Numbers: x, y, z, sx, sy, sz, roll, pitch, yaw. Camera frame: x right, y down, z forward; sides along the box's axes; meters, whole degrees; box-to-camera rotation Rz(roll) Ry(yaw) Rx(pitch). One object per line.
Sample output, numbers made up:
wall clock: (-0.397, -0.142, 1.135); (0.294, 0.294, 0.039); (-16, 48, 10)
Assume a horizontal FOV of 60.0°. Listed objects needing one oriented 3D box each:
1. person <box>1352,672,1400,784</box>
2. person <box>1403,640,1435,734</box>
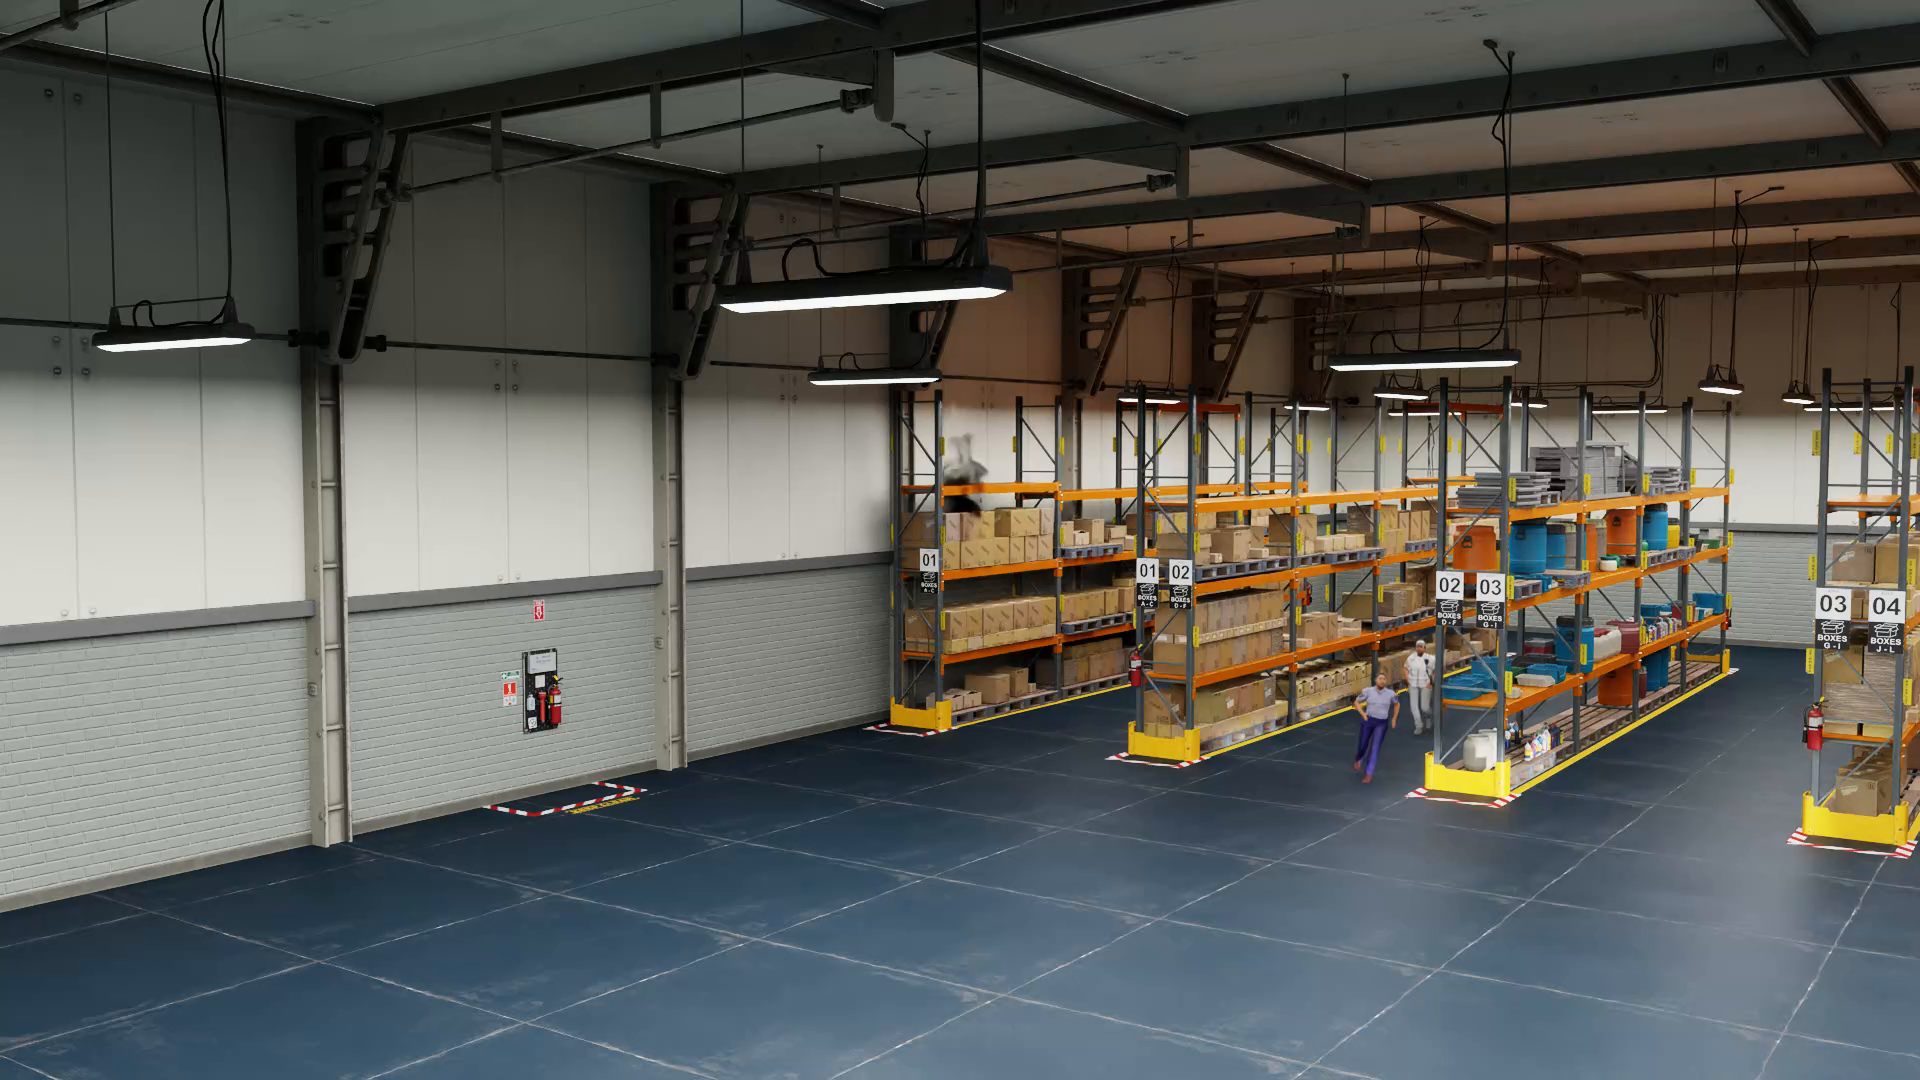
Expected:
person: (6.247, 2.787, 24.973); (0.685, 1.612, 0.905); (1, 3, 14)
person: (8.042, 2.560, 29.070); (0.613, 1.639, 0.531); (2, 4, 29)
